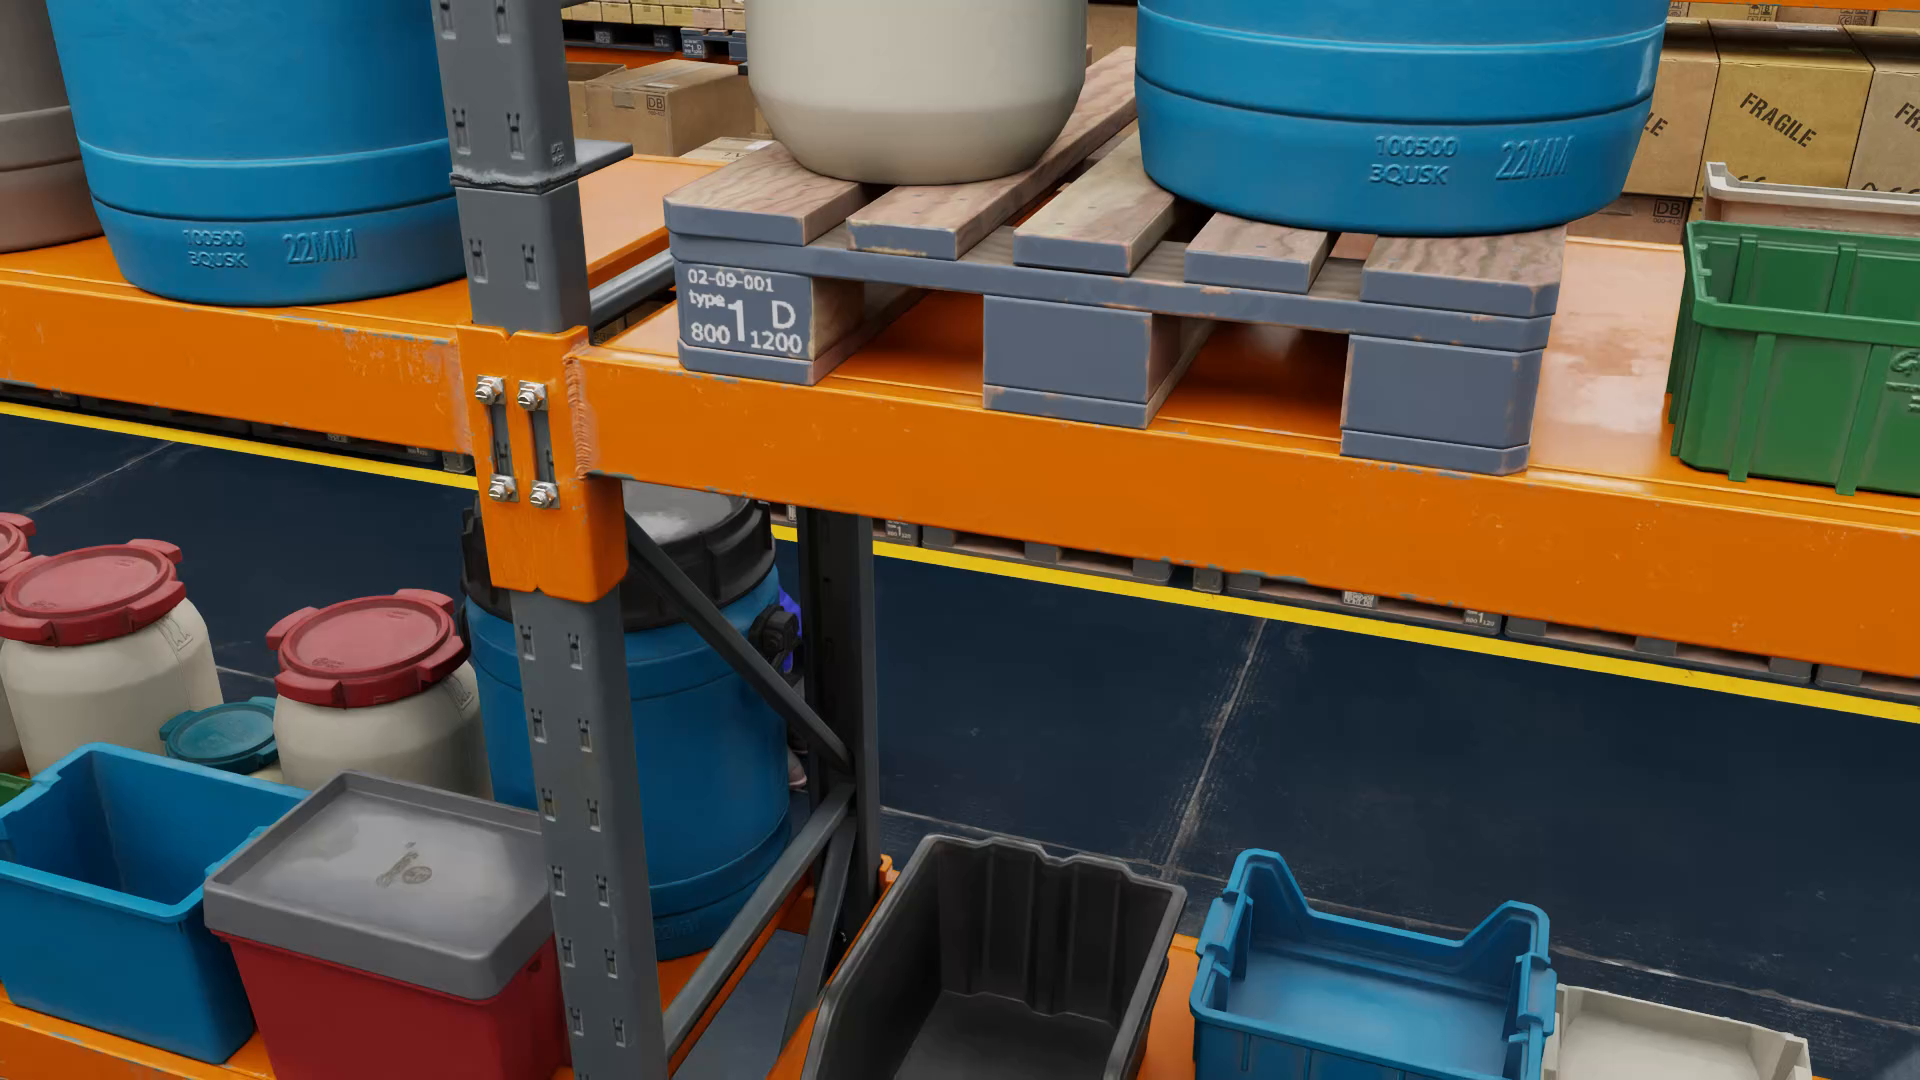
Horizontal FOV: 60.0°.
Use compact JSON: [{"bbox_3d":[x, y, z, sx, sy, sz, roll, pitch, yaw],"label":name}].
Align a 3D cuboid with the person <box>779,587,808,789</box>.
[{"bbox_3d":[-0.814,0.418,6.117,0.818,0.921,0.507,9,27,18],"label":"person"}]
